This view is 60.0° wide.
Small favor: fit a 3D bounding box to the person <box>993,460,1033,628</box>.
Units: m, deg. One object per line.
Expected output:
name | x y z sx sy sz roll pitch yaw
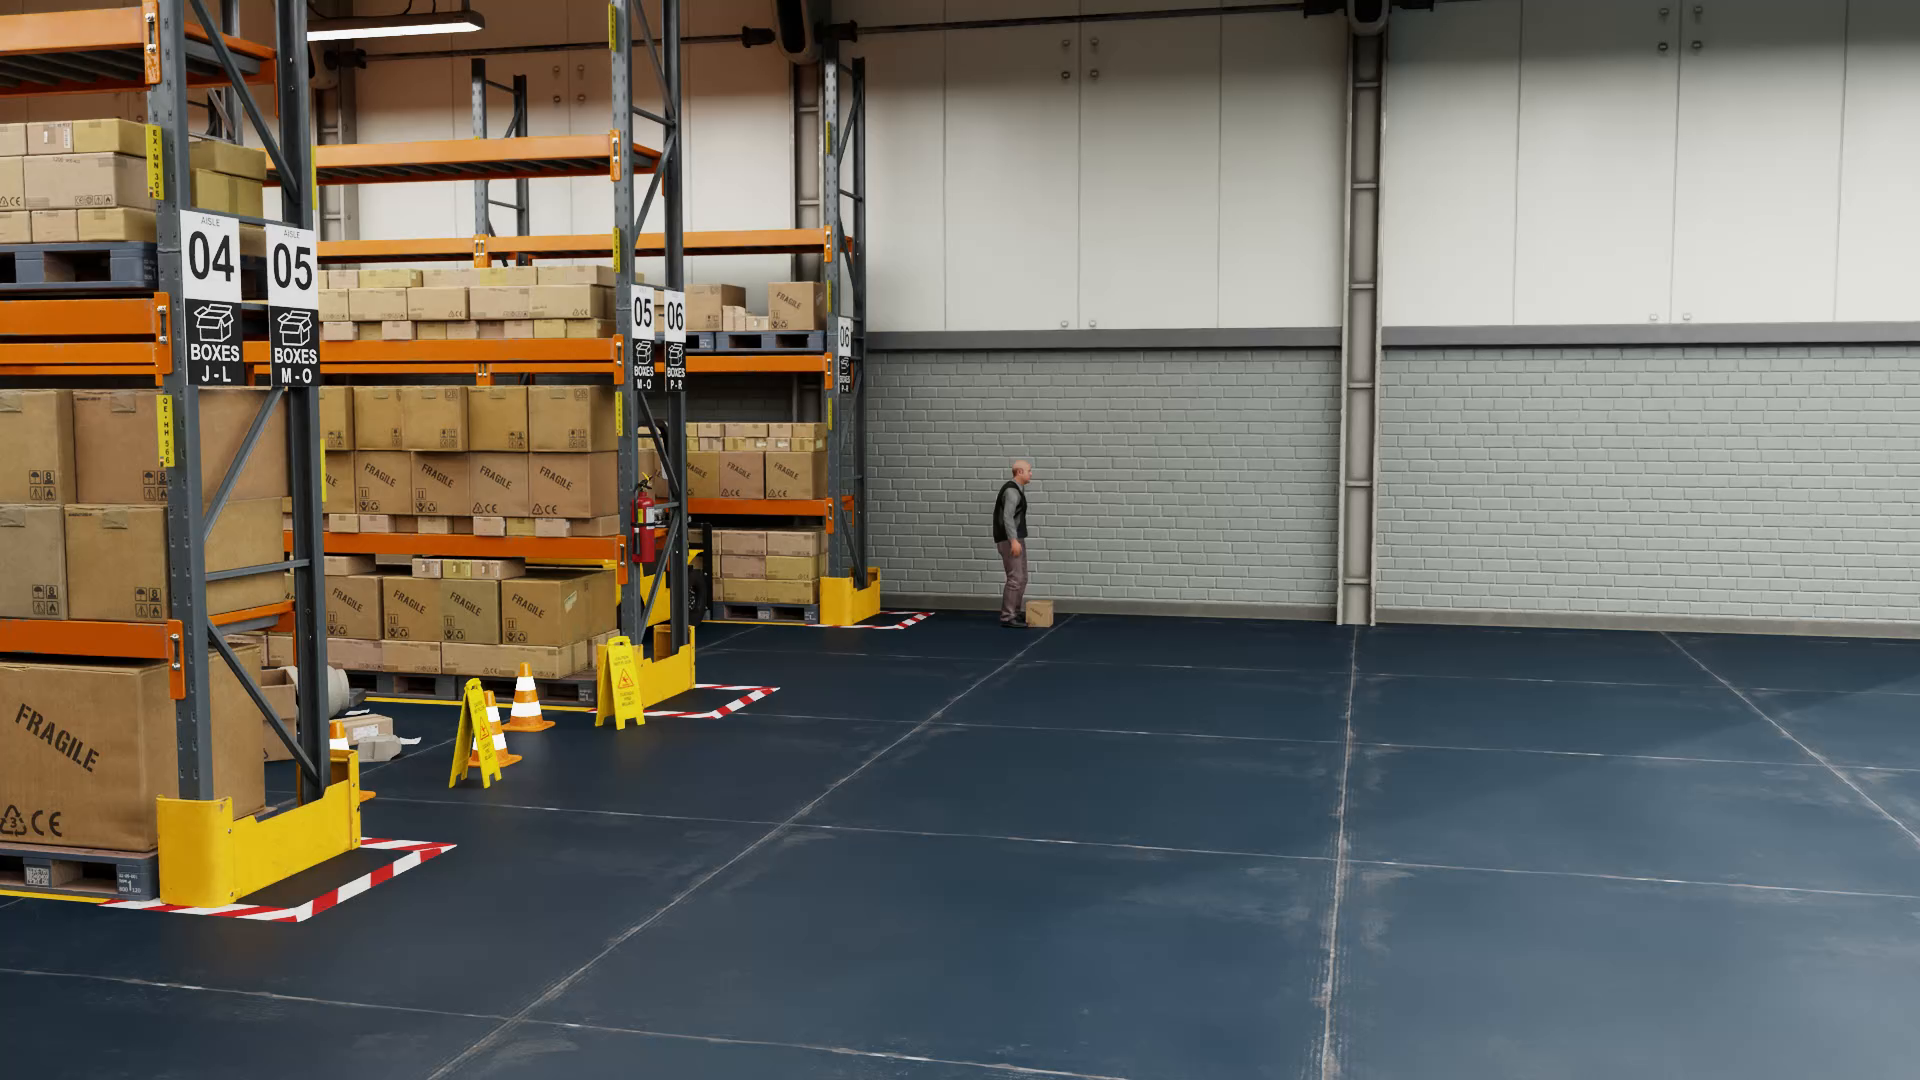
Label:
person | 0.553 0.028 17.324 0.417 1.720 0.593 1 5 10
